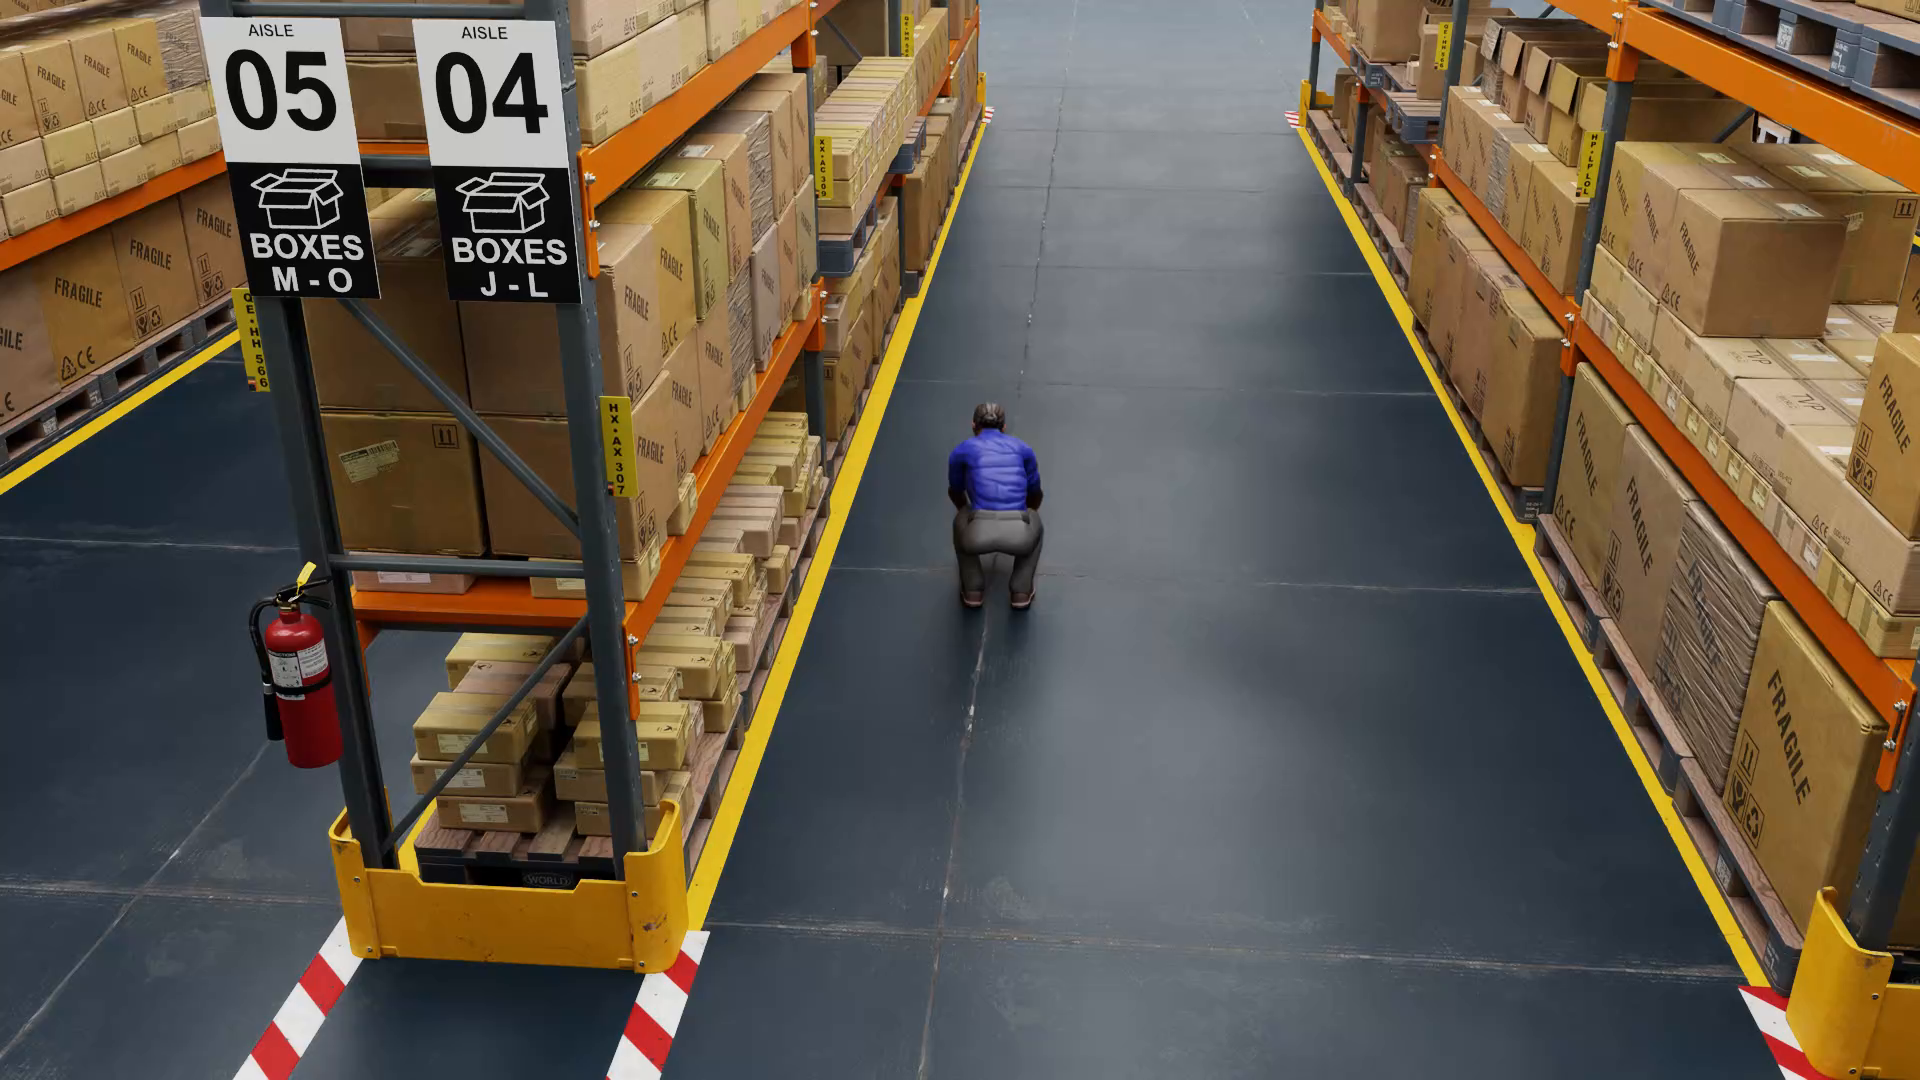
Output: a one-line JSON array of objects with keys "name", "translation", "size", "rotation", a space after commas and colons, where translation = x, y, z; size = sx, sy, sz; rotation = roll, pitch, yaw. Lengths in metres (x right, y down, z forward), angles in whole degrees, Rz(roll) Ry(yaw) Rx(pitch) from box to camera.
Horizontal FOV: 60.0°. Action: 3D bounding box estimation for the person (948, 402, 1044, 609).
[{"name": "person", "translation": [0.177, -0.179, 8.399], "size": [0.499, 0.918, 0.826], "rotation": [2, 25, 4]}]
